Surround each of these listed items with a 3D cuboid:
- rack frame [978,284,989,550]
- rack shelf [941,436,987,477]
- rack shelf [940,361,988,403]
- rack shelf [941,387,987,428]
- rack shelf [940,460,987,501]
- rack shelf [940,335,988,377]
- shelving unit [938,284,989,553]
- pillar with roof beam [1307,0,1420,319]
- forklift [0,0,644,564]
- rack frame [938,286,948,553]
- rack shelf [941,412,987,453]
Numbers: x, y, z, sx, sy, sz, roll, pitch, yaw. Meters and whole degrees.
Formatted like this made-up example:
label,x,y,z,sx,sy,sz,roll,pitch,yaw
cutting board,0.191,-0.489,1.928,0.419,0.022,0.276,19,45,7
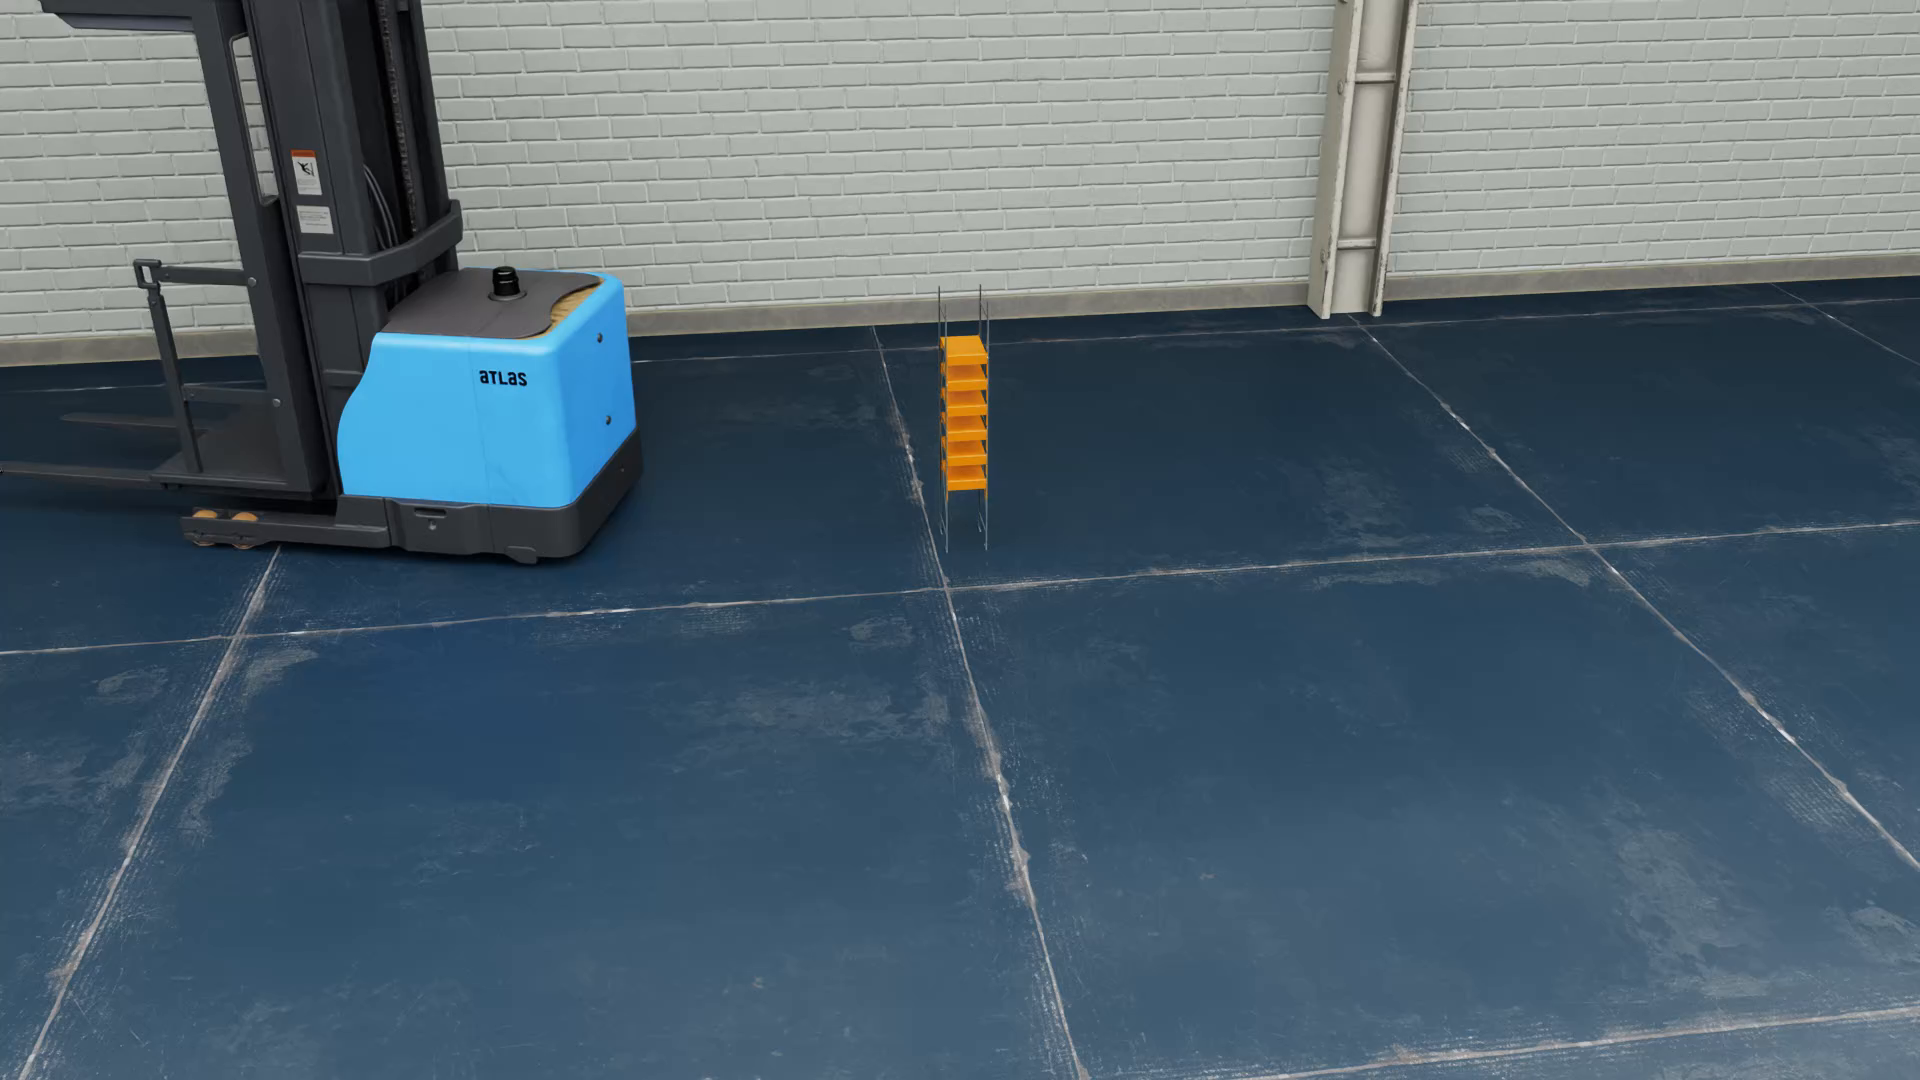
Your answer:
label,x,y,z,sx,sy,sz,roll,pitch,yaw
rack frame,0.105,-0.541,7.489,0.006,1.200,0.240,-4,27,-7
rack shelf,0.014,-0.388,7.553,0.180,0.103,0.258,-4,27,-7
rack shelf,0.014,-0.709,7.389,0.180,0.103,0.258,-4,27,-7
rack shelf,0.014,-0.602,7.443,0.180,0.103,0.258,-4,27,-7
rack shelf,0.014,-0.282,7.608,0.180,0.103,0.258,-4,27,-7
rack shelf,0.014,-0.816,7.334,0.180,0.103,0.258,-4,27,-7
shelving unit,0.014,-0.535,7.478,0.189,1.200,0.258,-4,27,-7
pillar with roof beam,3.048,-3.532,4.776,0.400,9.000,9.100,-4,27,-7
forklift,-3.136,-1.494,7.451,3.031,2.935,1.130,4,27,8
rack frame,-0.076,-0.529,7.467,0.006,1.200,0.240,-4,27,-7
rack shelf,0.014,-0.495,7.498,0.180,0.103,0.258,-4,27,-7
